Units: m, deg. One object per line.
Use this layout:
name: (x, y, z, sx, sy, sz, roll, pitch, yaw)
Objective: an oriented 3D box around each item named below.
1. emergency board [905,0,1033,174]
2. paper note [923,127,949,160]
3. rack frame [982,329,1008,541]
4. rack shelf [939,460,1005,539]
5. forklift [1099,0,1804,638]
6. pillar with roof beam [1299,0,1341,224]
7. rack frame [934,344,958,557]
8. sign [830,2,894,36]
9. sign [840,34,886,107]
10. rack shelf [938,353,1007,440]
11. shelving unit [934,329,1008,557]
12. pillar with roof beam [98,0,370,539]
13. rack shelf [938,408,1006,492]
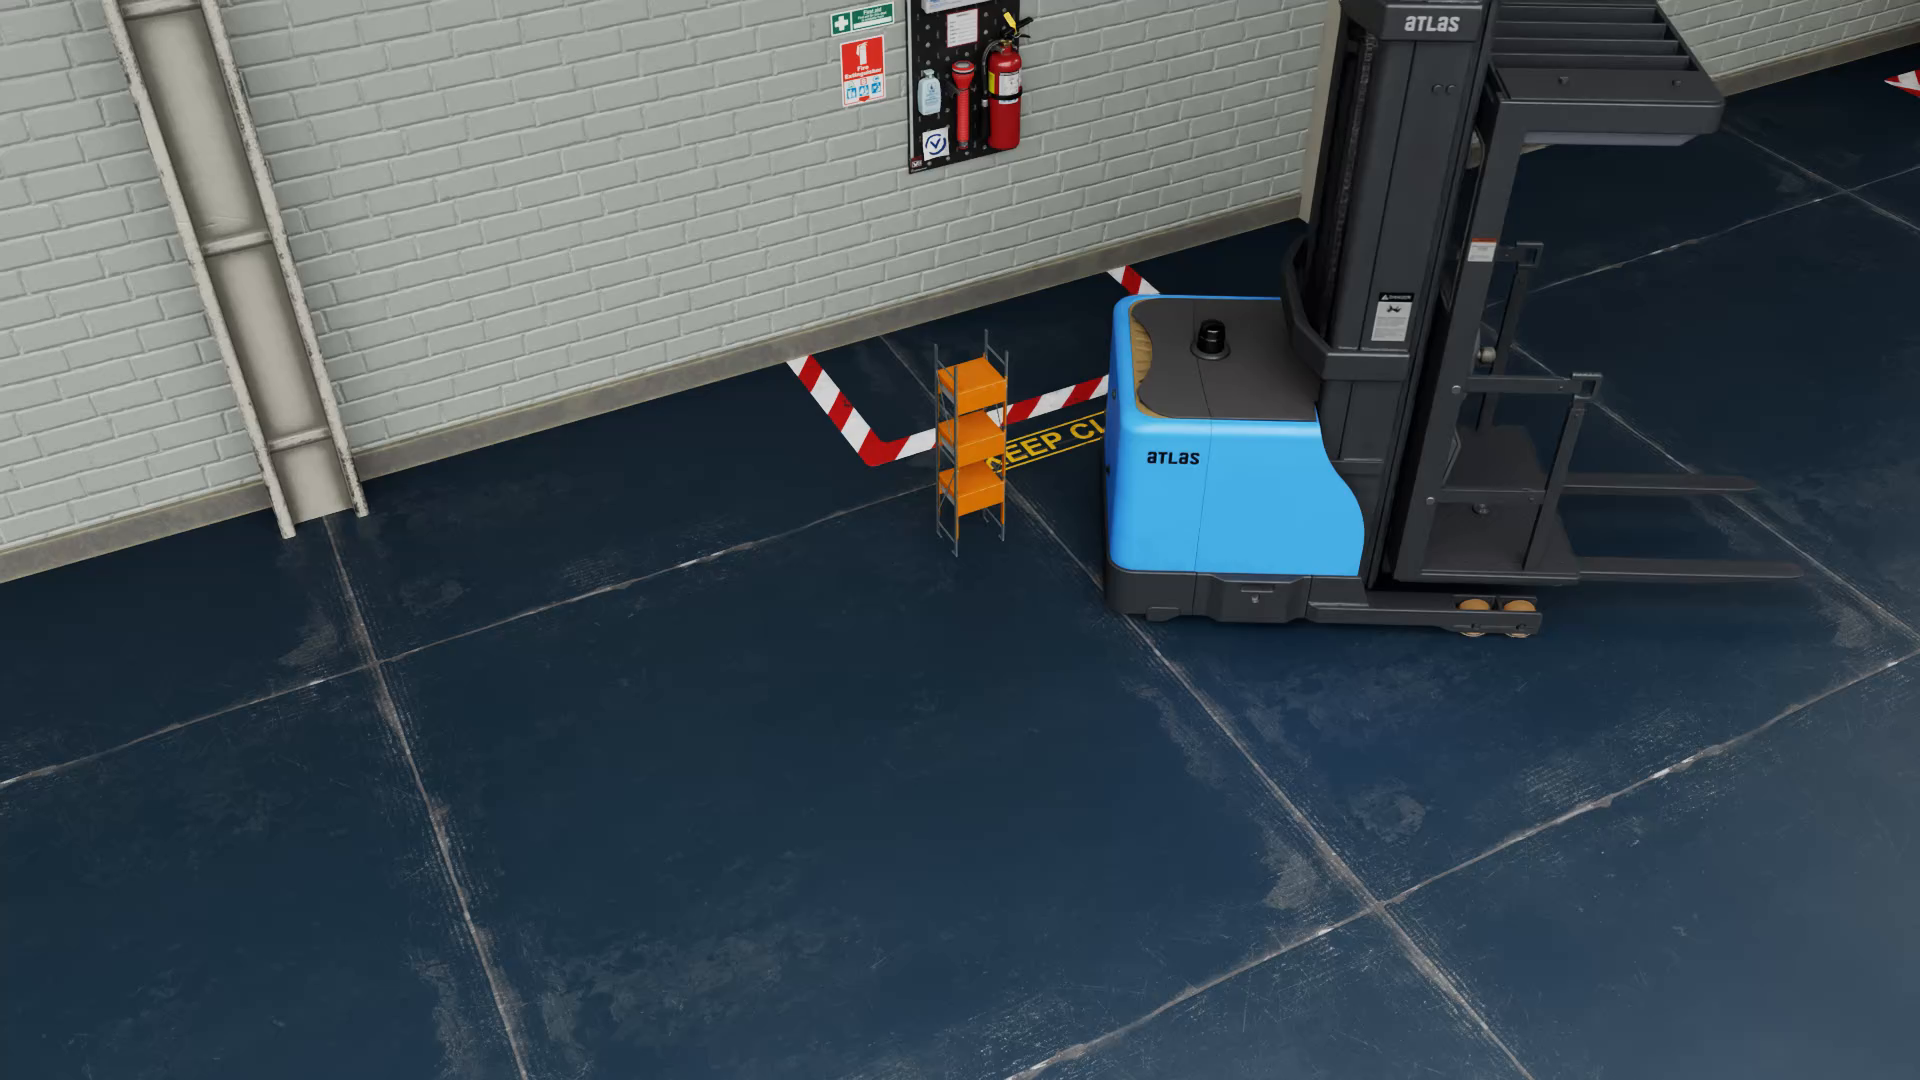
emergency board: (0.067, -2.372, 8.219, 0.643, 1.169, 0.194, -19, 44, -21)
paper note: (-0.122, -2.022, 8.488, 0.142, 0.148, 0.016, -19, 44, -21)
rack frame: (0.156, -0.453, 7.462, 0.008, 1.050, 0.200, -19, 44, -21)
rack shelf: (0.047, -0.196, 7.605, 0.240, 0.259, 0.215, -19, 44, -21)
forklift: (2.164, -1.047, 6.707, 3.031, 2.935, 1.130, 1, 40, 2)
pillar with roof beam: (4.265, -2.910, 4.212, 0.400, 9.000, 9.100, -19, 44, -21)
rack frame: (-0.061, -0.380, 7.376, 0.008, 1.050, 0.200, -19, 44, -21)
sign: (-0.463, -2.478, 7.907, 0.331, 0.109, 0.001, -19, 44, -21)
sign: (-0.471, -2.279, 8.082, 0.234, 0.329, 0.001, -19, 44, -21)
rack shelf: (0.047, -0.625, 7.242, 0.240, 0.259, 0.215, -19, 44, -21)
shelving unit: (0.047, -0.417, 7.419, 0.252, 1.050, 0.215, -19, 44, -21)
pillar with roof beam: (-1.056, -1.120, 2.097, 0.400, 9.000, 9.100, -19, 44, -21)
rack shelf: (0.047, -0.409, 7.425, 0.240, 0.259, 0.215, -19, 44, -21)
